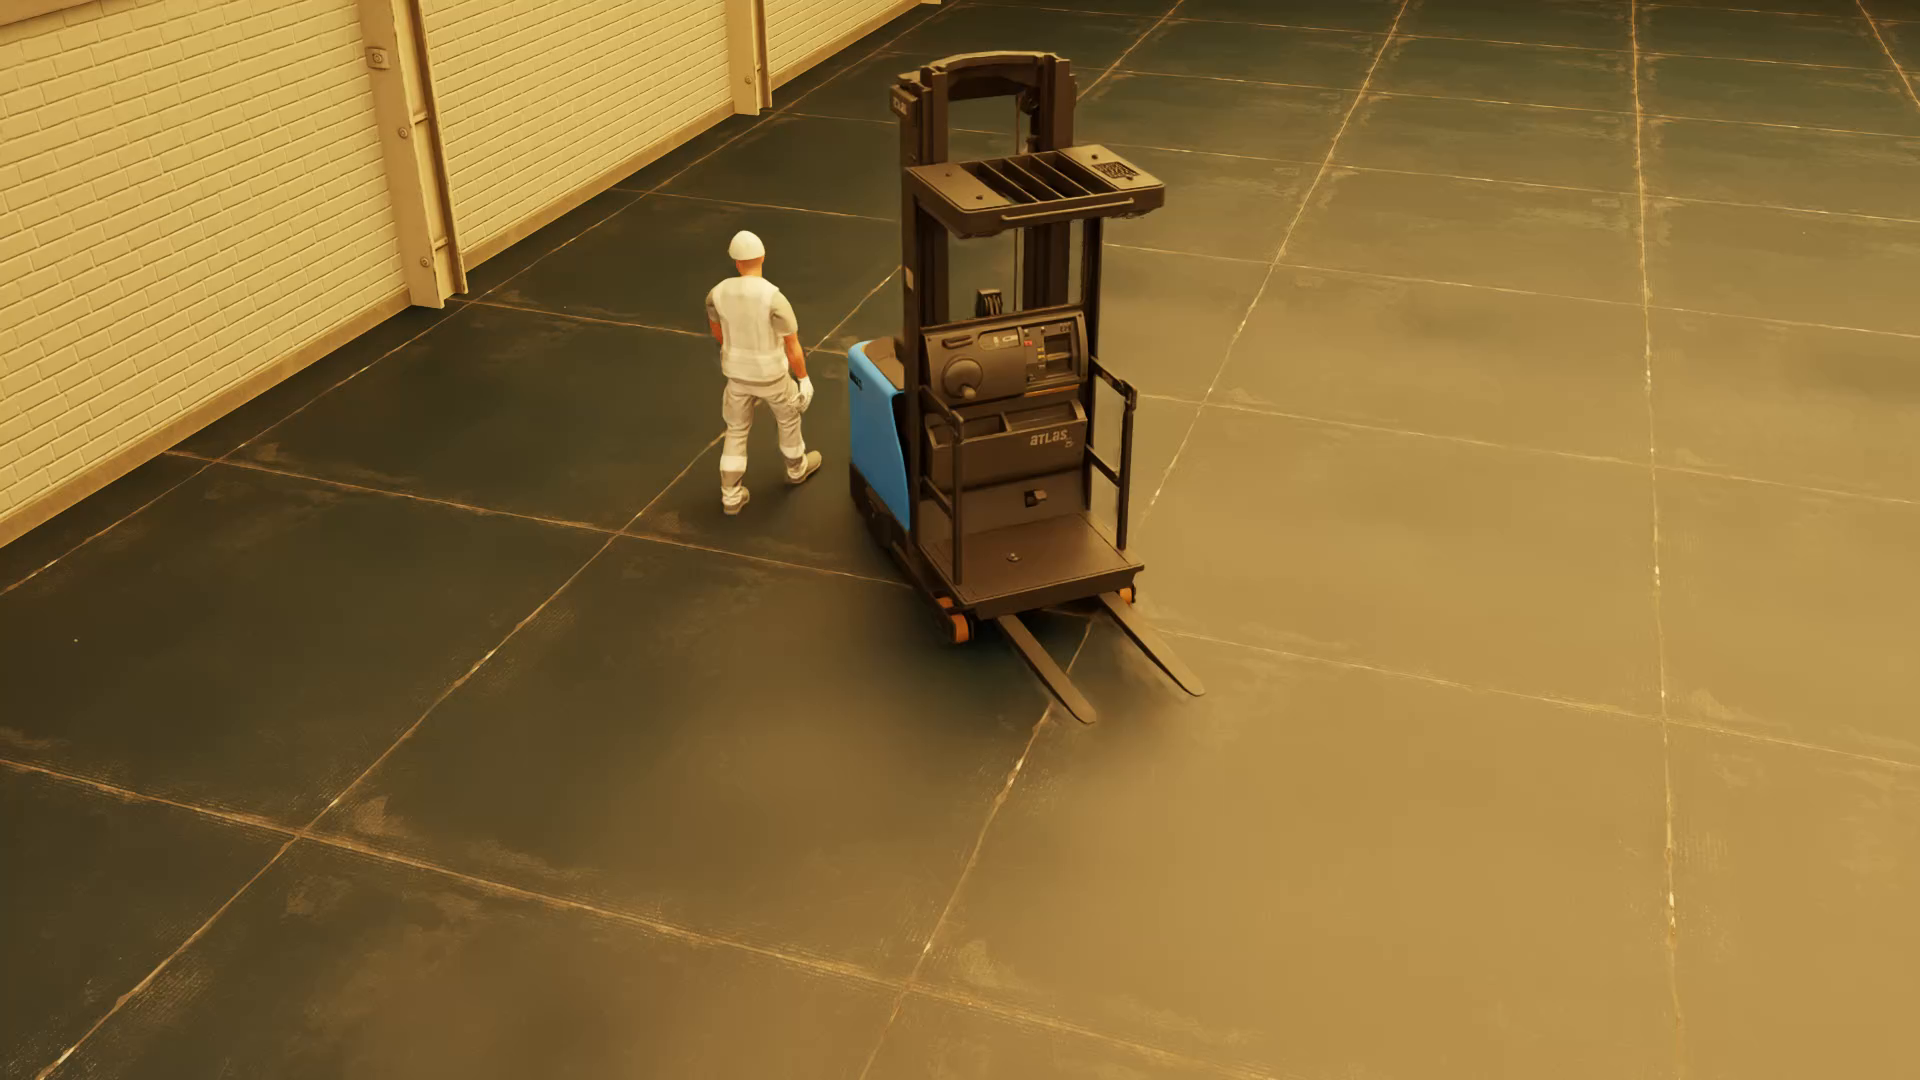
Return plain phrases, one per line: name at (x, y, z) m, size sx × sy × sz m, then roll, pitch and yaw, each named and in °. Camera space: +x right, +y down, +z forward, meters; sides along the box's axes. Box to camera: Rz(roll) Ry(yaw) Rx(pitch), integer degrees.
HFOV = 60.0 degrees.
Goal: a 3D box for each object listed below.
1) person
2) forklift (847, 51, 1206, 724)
person at (-1.184, -1.067, 10.229) m, size 0.730 × 1.753 × 0.801 m, roll 8°, pitch 31°, yaw 14°
forklift at (0.339, -0.943, 8.790) m, size 1.130 × 2.935 × 3.031 m, roll -12°, pitch 32°, yaw -19°
